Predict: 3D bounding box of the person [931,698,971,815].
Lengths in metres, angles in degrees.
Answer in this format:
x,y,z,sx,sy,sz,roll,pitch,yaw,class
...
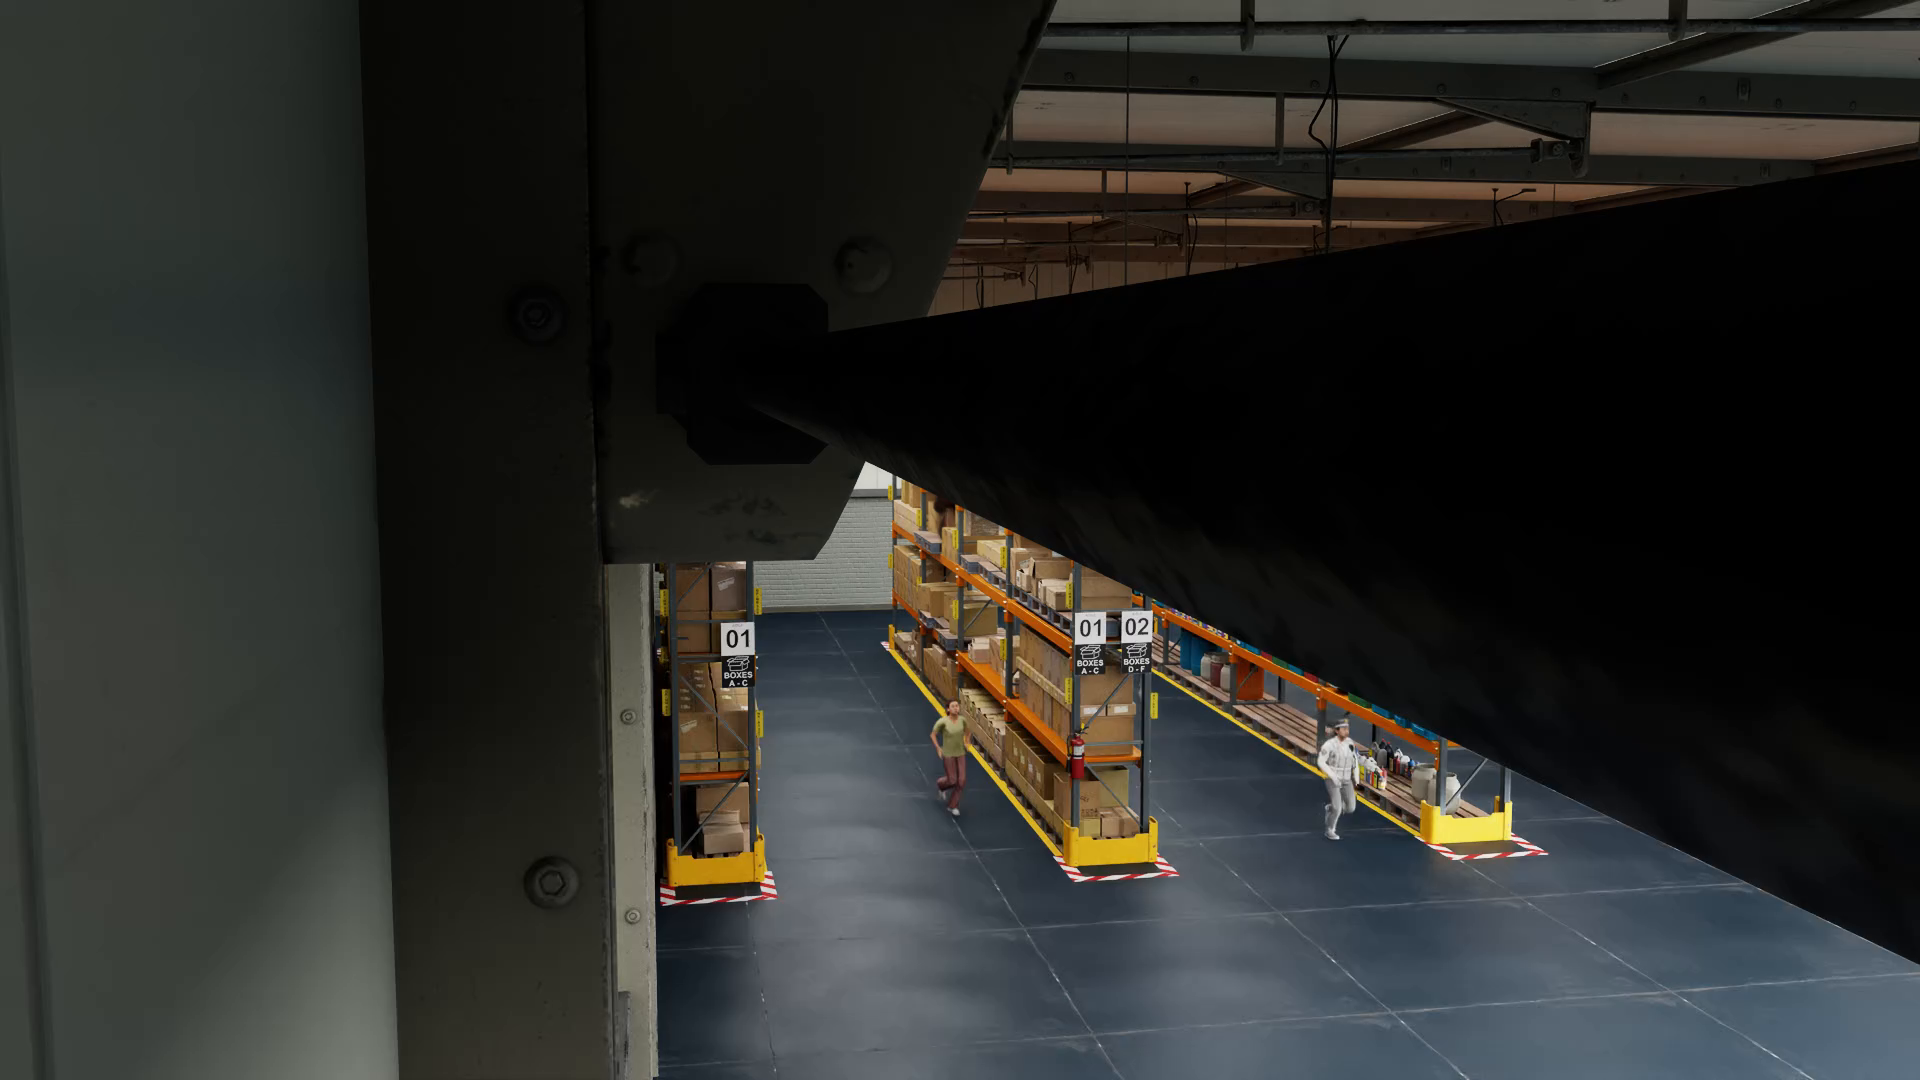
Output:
x,y,z,sx,sy,sz,roll,pitch,yaw,class
-0.106,3.015,23.315,0.582,1.629,0.561,-3,7,-22,person

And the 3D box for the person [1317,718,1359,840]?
x,y,z,sx,sy,sz,roll,pitch,yaw,class
5.014,3.147,21.991,0.662,1.604,0.499,-3,7,-23,person
